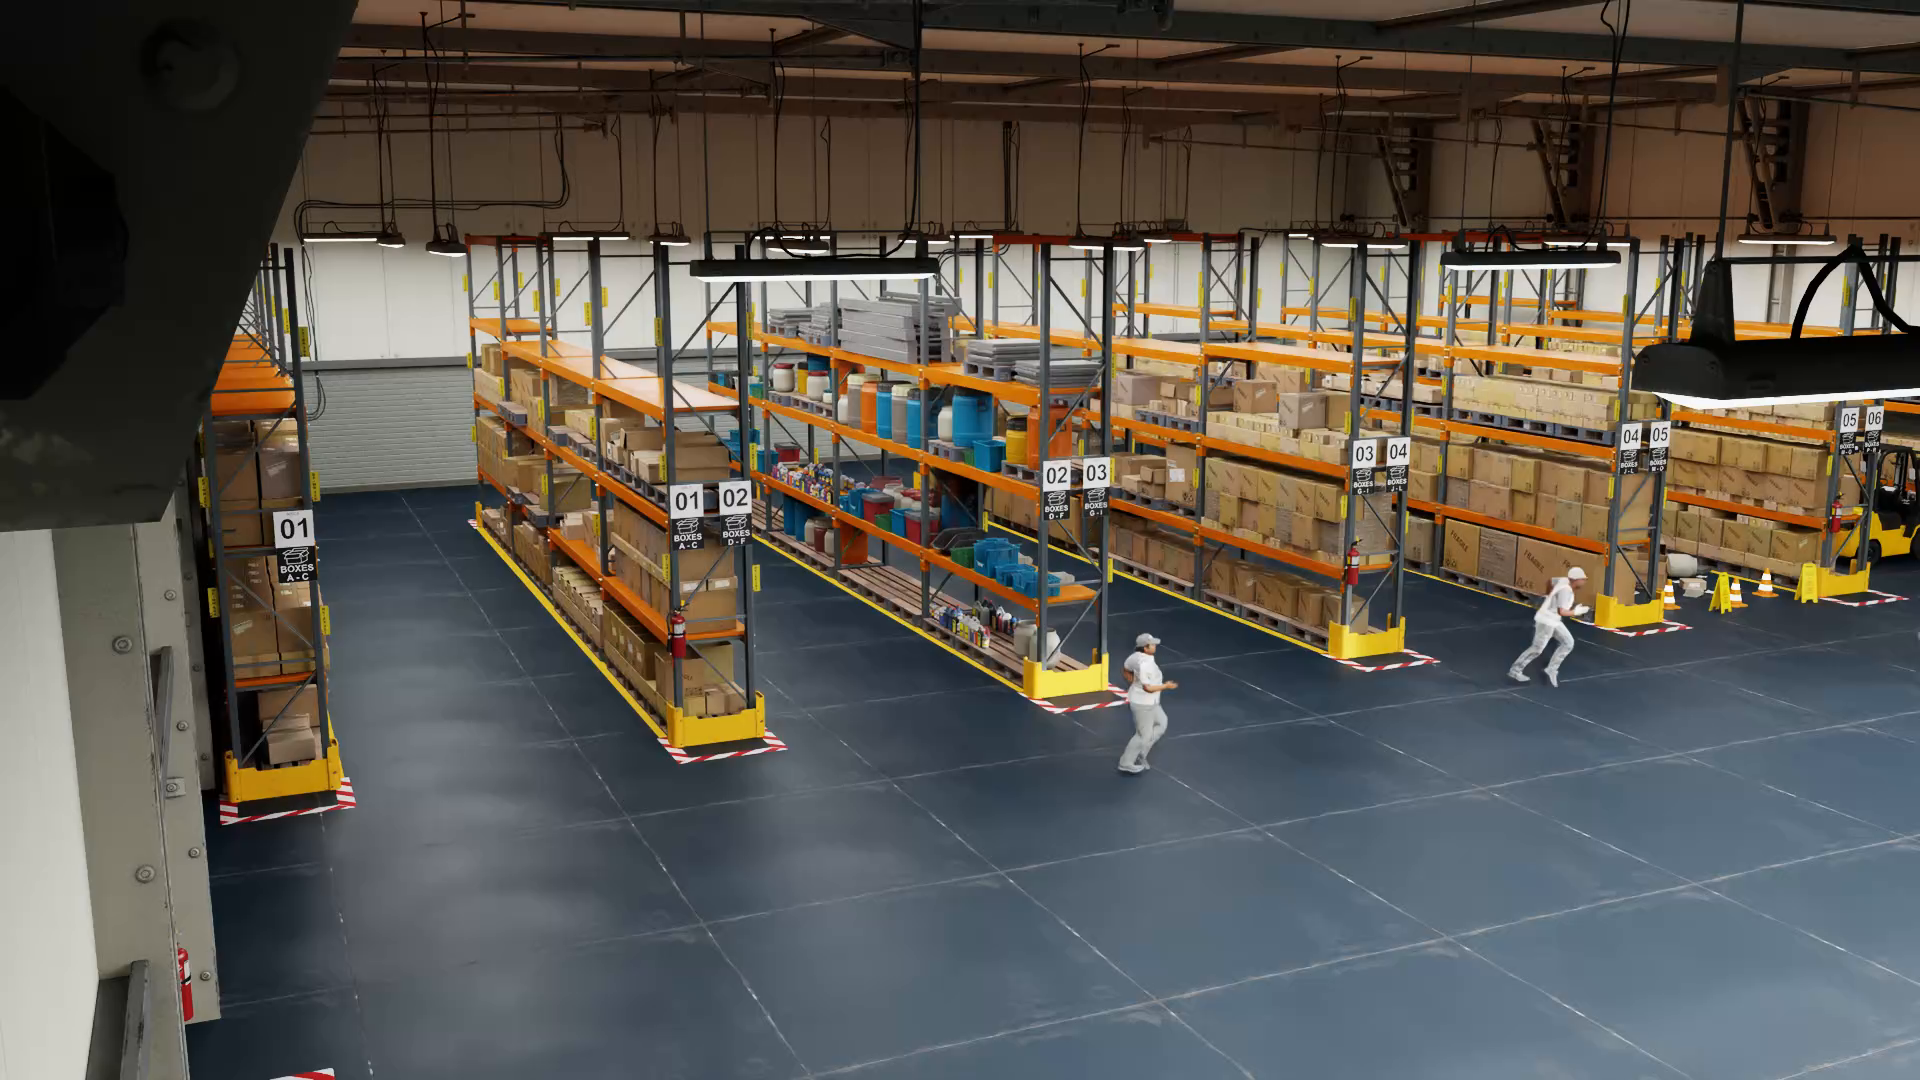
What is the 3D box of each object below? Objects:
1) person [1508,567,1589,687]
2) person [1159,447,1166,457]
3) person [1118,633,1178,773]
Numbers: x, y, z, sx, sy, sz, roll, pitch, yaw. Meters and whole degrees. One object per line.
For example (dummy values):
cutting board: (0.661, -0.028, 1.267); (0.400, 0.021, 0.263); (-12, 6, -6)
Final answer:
person: (8.067, 1.180, 22.746); (0.981, 1.704, 0.728); (5, 12, 22)
person: (5.273, -2.655, 42.352); (0.721, 1.715, 0.625); (-4, 12, -21)
person: (2.164, 1.880, 19.139); (0.658, 1.660, 0.571); (0, 11, 1)
